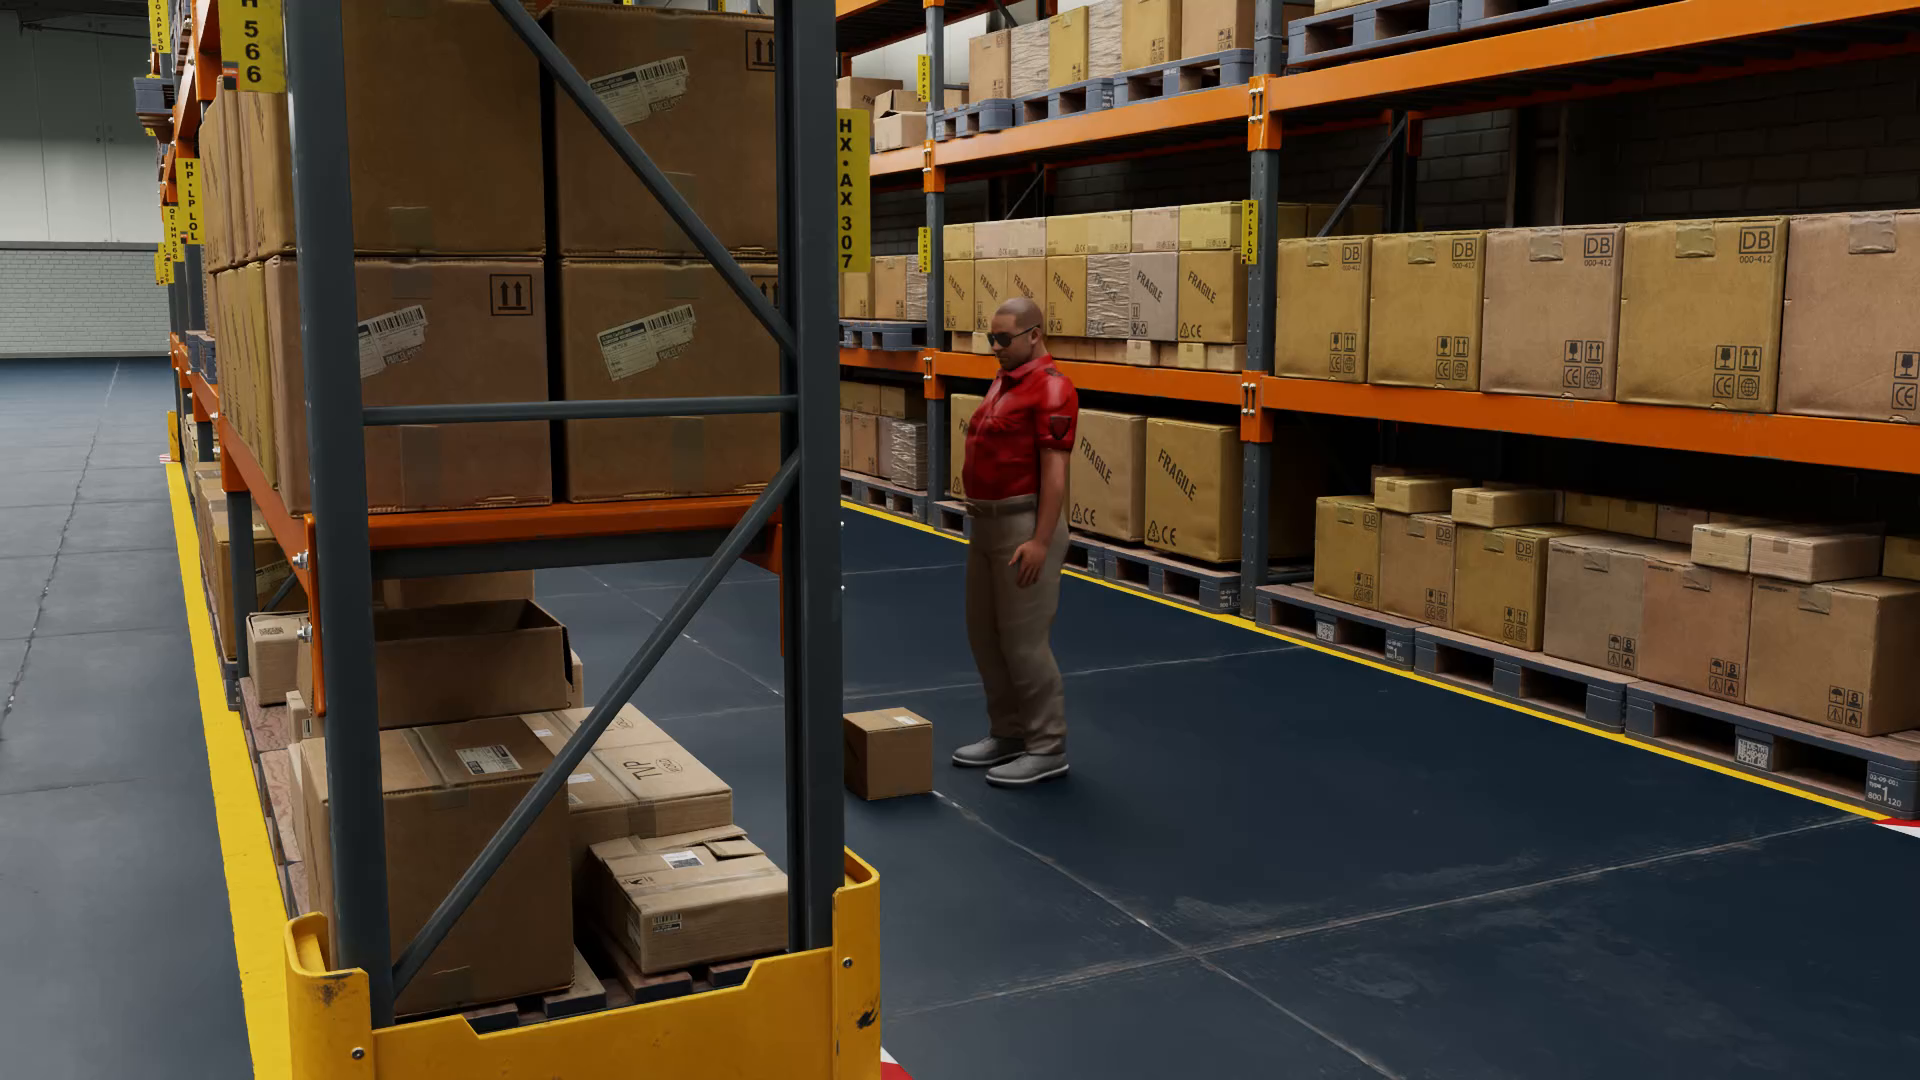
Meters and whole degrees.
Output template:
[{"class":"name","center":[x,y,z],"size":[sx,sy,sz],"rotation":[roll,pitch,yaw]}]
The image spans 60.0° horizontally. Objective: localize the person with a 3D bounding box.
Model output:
[{"class":"person","center":[0.196,-0.002,5.953],"size":[0.359,1.721,0.530],"rotation":[-4,9,-25]}]
